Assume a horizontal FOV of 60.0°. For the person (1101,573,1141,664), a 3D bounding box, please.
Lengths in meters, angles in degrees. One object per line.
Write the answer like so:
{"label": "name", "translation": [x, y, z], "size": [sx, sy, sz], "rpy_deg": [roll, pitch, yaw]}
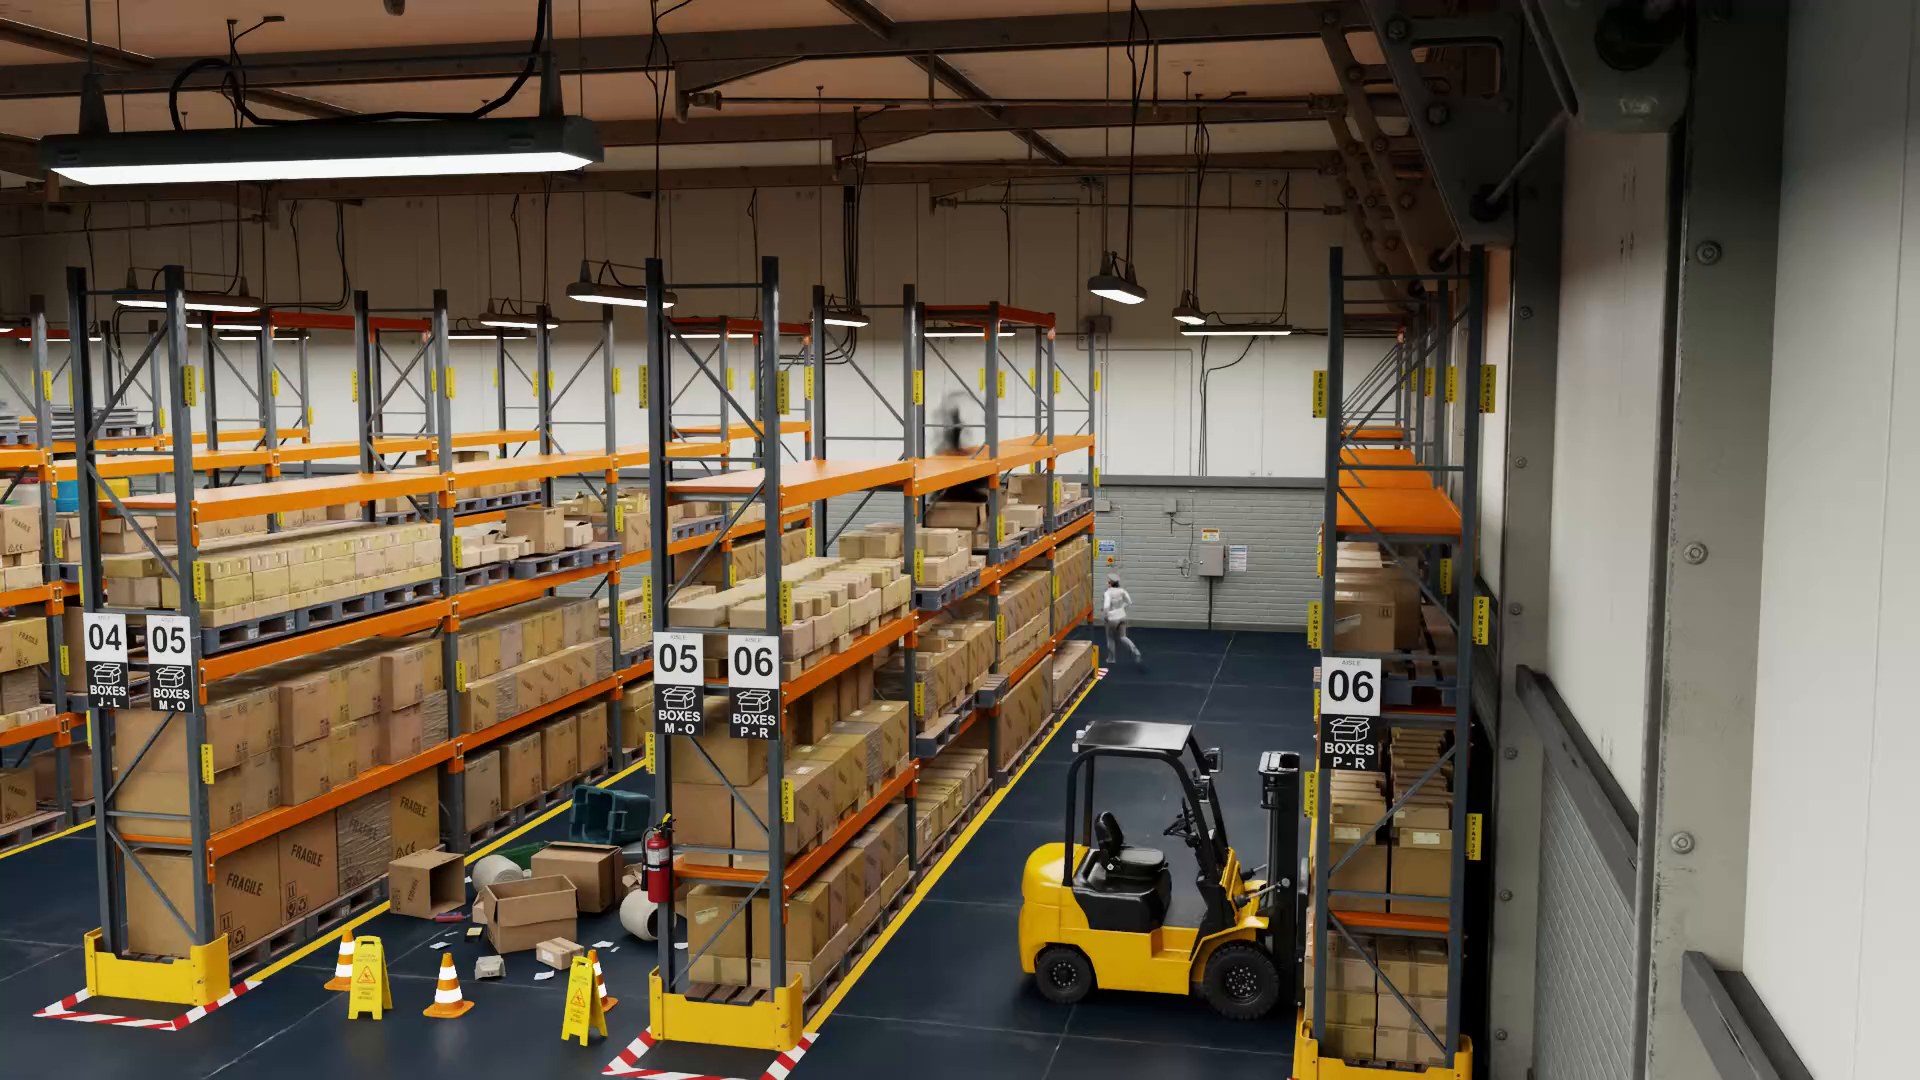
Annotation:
{"label": "person", "translation": [2.696, 1.389, 29.103], "size": [0.674, 1.648, 0.895], "rpy_deg": [-3, 7, -30]}
